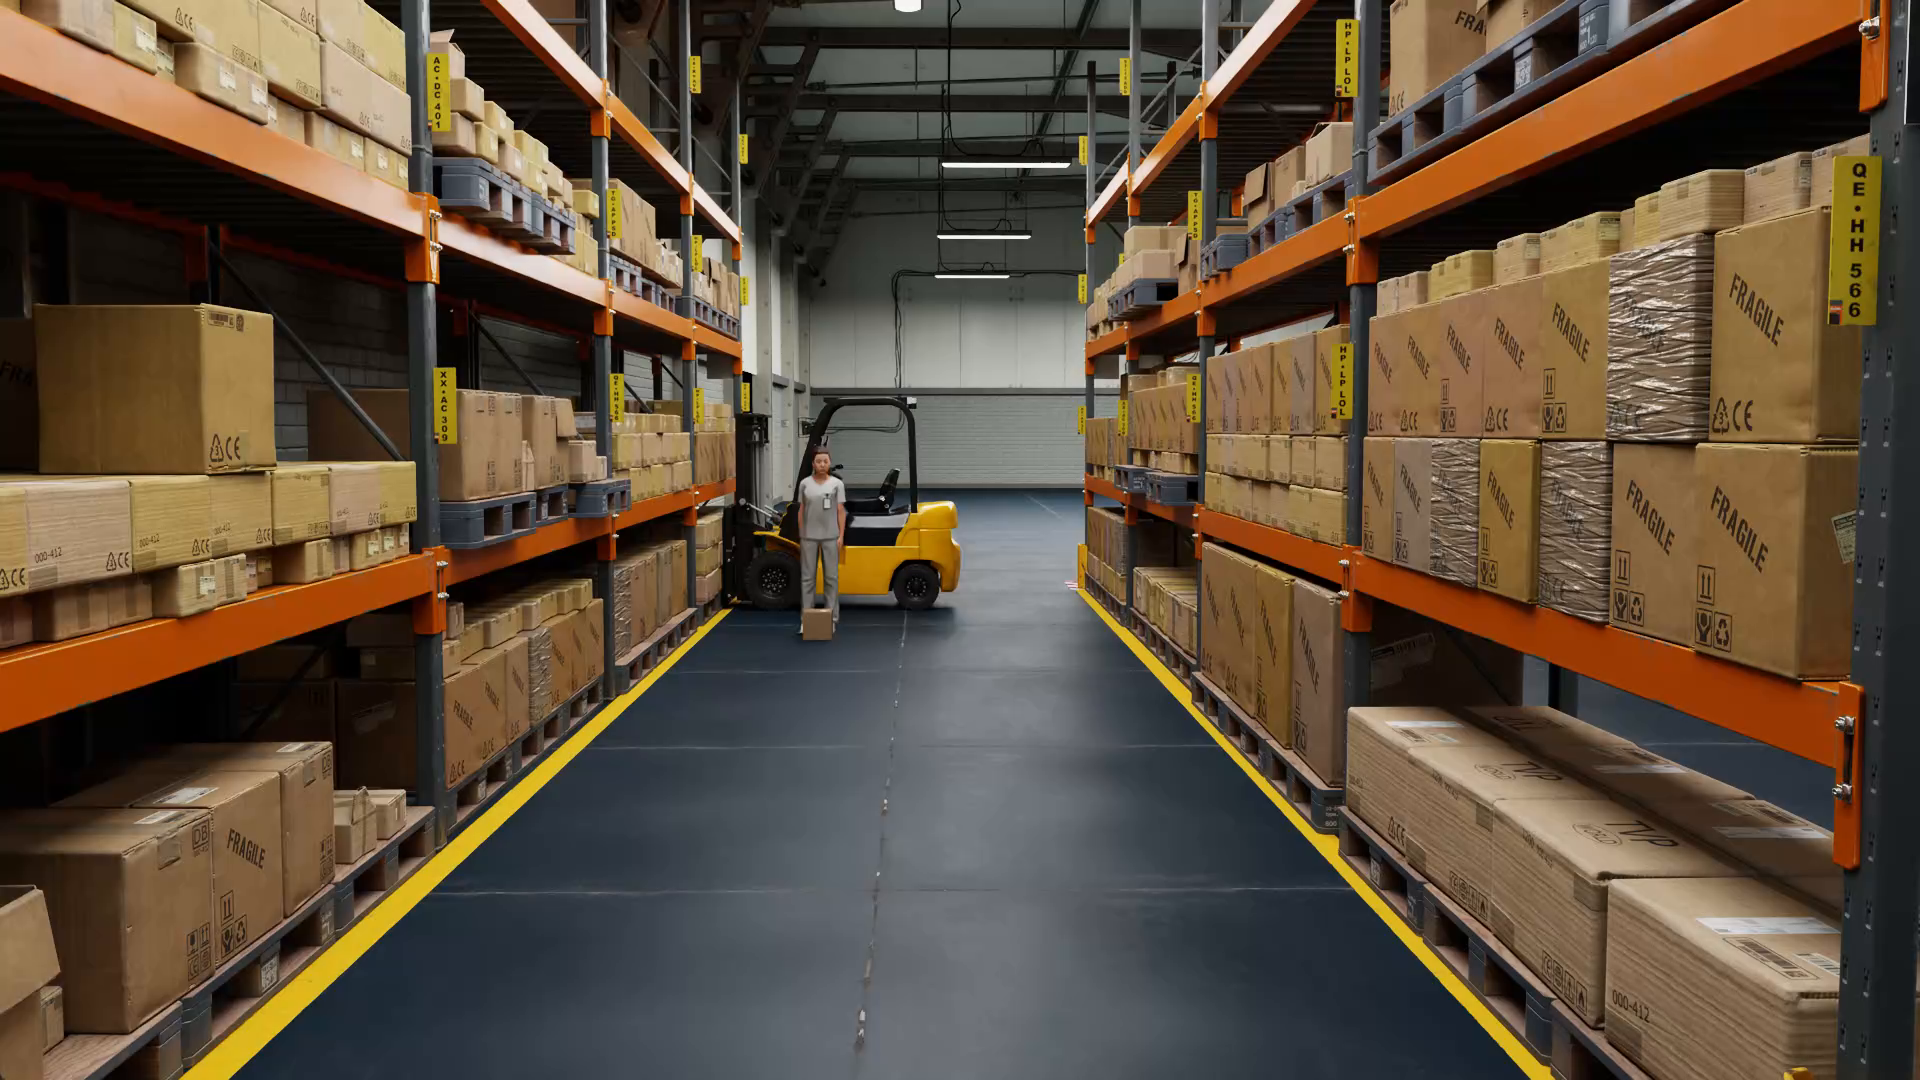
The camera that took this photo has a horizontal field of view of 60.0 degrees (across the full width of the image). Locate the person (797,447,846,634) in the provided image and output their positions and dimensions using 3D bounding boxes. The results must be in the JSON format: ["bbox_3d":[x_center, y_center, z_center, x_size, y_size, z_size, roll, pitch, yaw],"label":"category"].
[{"bbox_3d":[-1.249,-0.001,14.984,0.436,1.679,0.380,0,4,0],"label":"person"}]
